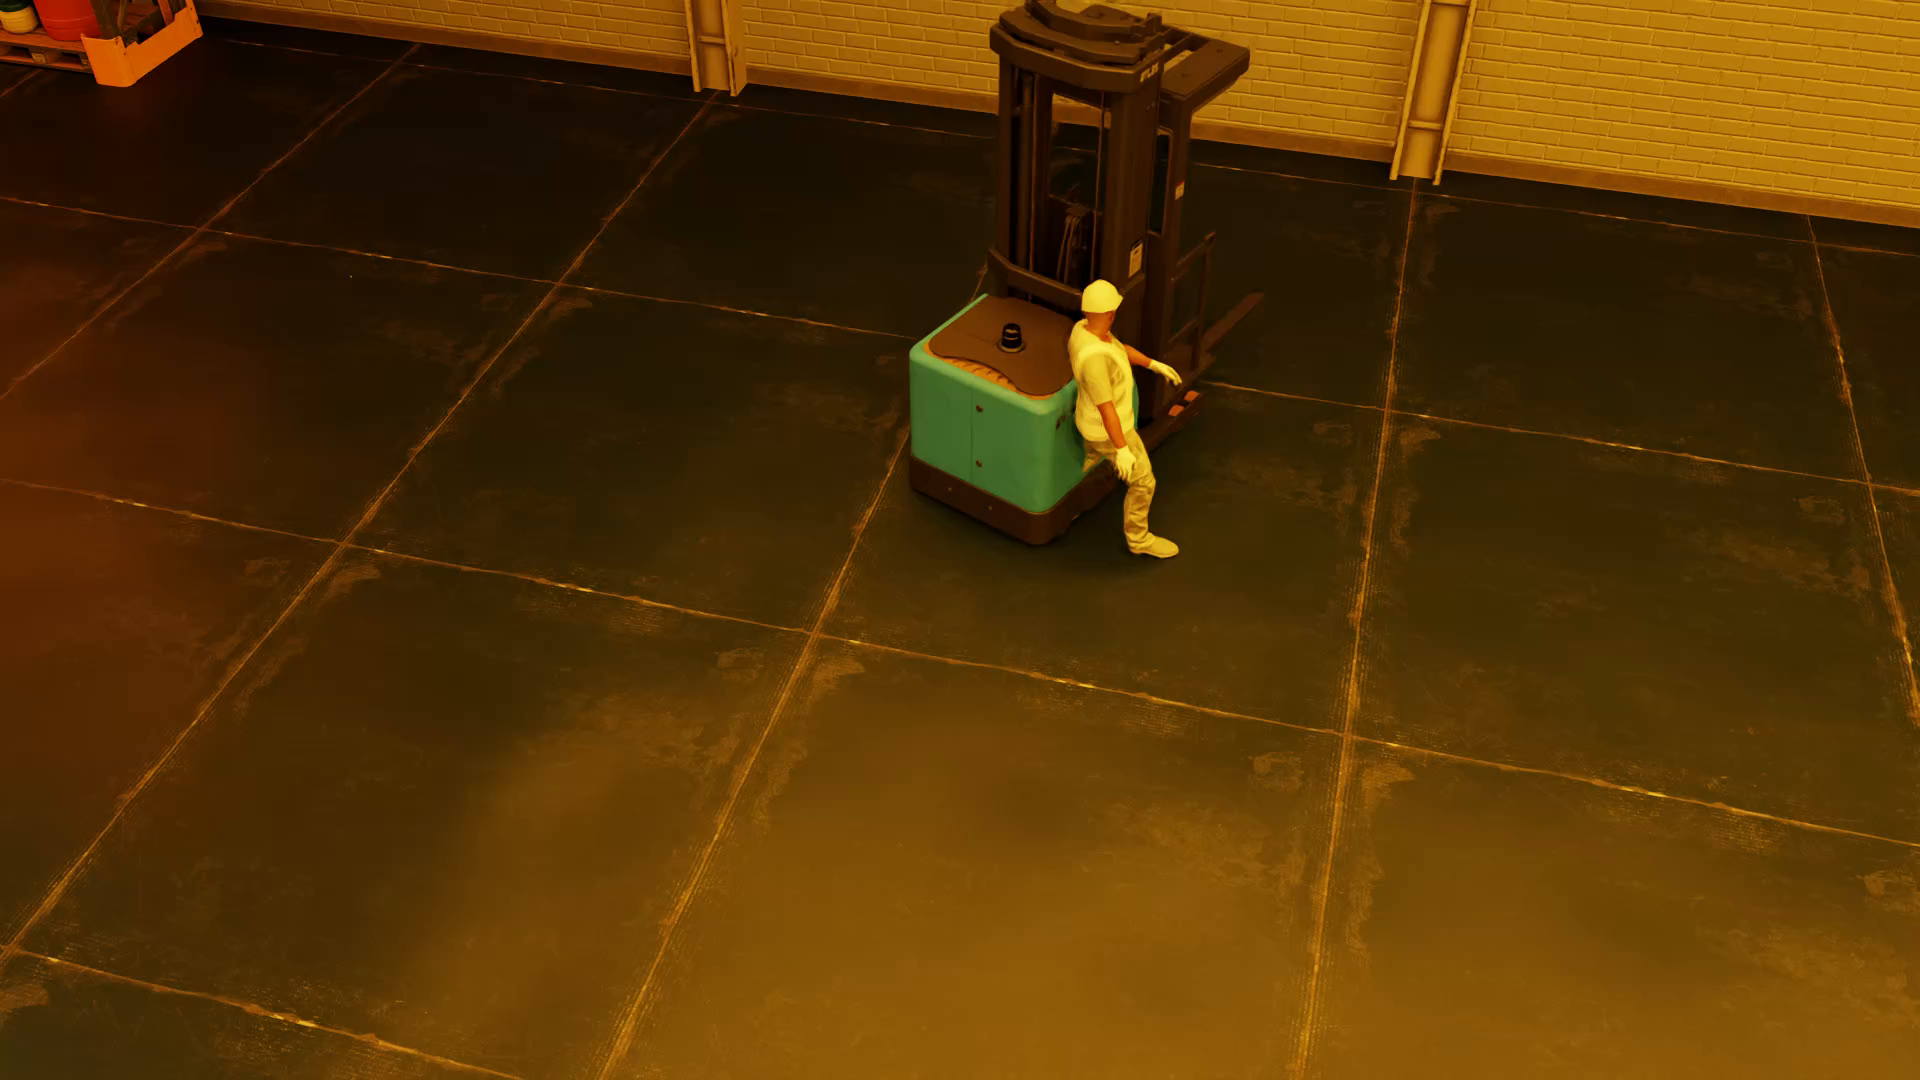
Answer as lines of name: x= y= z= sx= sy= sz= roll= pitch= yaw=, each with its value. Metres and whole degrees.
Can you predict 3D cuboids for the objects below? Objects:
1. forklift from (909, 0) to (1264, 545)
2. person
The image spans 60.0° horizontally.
forklift: x=0.968 y=-1.998 z=10.140 sx=1.130 sy=2.935 sz=3.031 roll=26 pitch=48 yaw=27
person: x=0.923 y=-0.663 z=9.558 sx=0.850 sy=1.726 sz=0.807 roll=-8 pitch=42 yaw=-9
